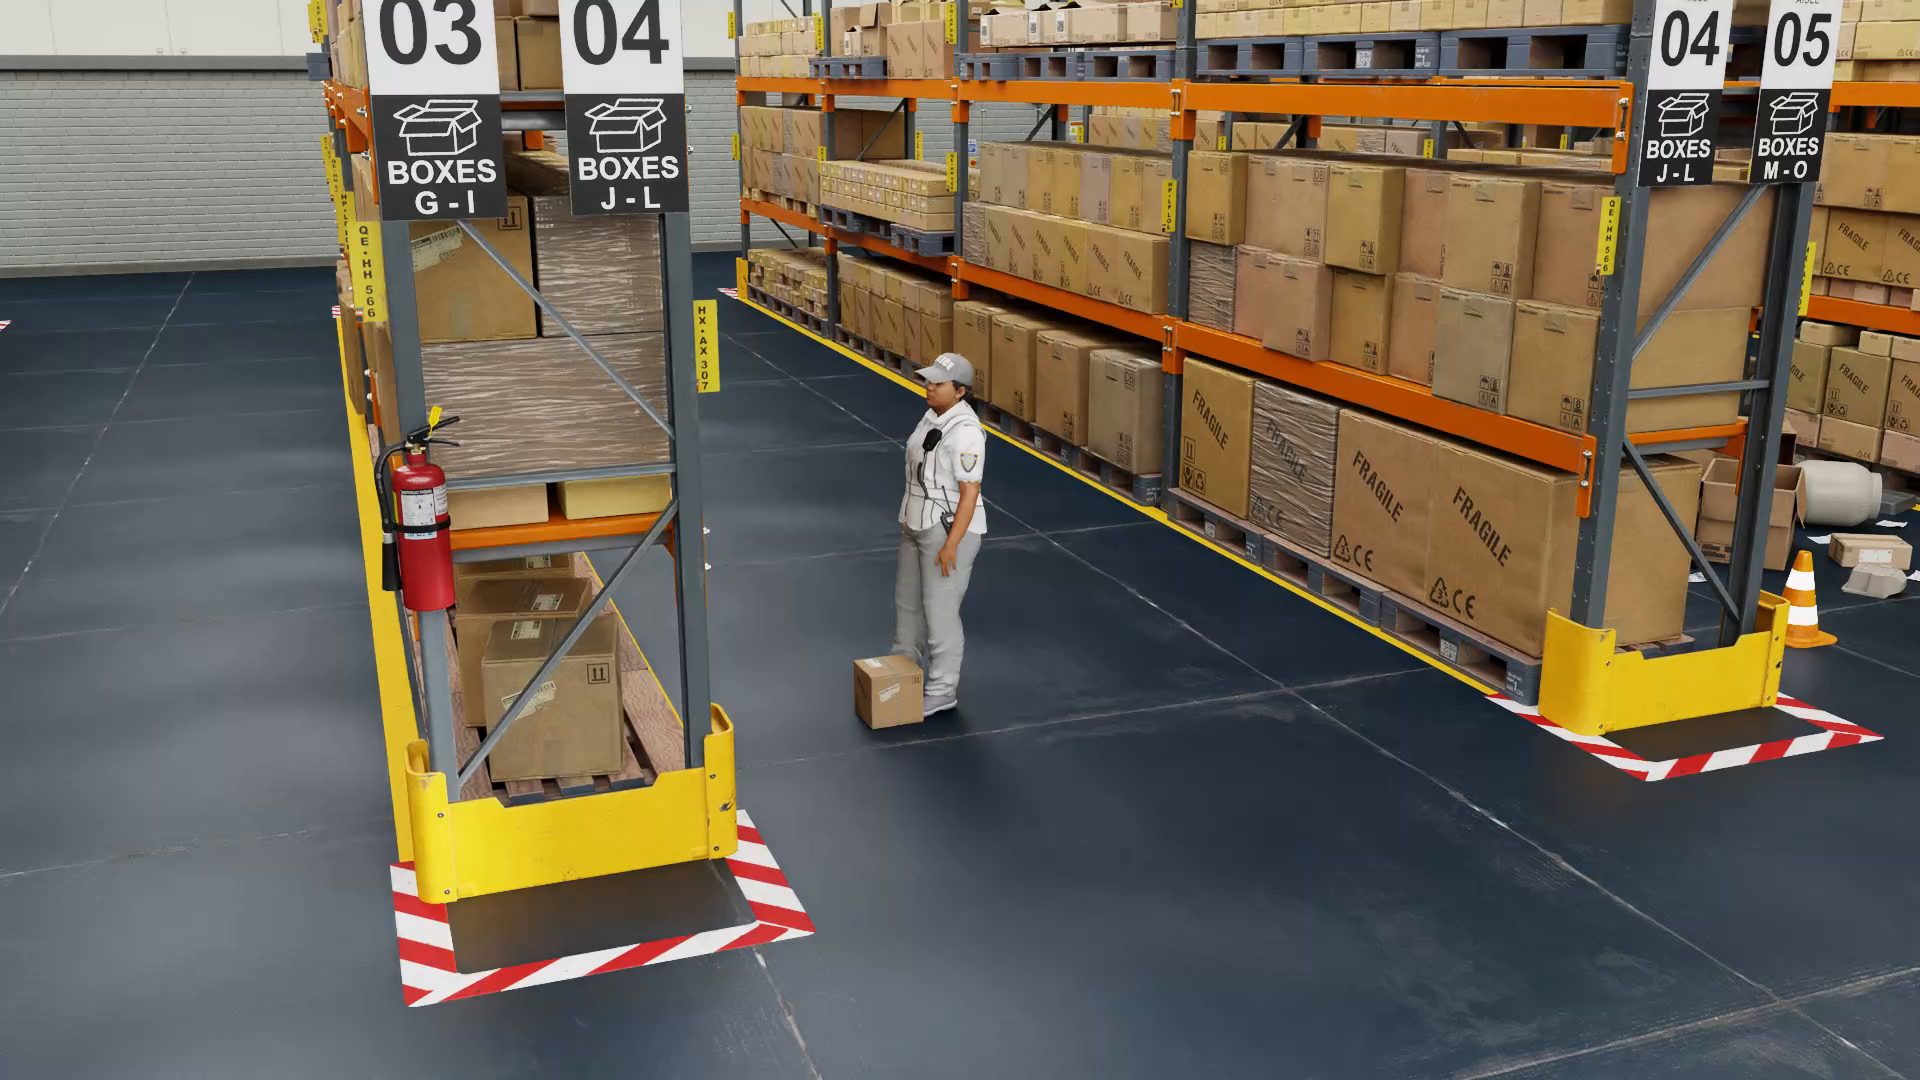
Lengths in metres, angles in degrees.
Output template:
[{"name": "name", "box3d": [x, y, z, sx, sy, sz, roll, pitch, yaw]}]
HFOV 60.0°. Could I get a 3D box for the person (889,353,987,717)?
[{"name": "person", "box3d": [-0.170, -0.024, 7.566, 0.529, 1.670, 0.599, -6, 17, -20]}]
